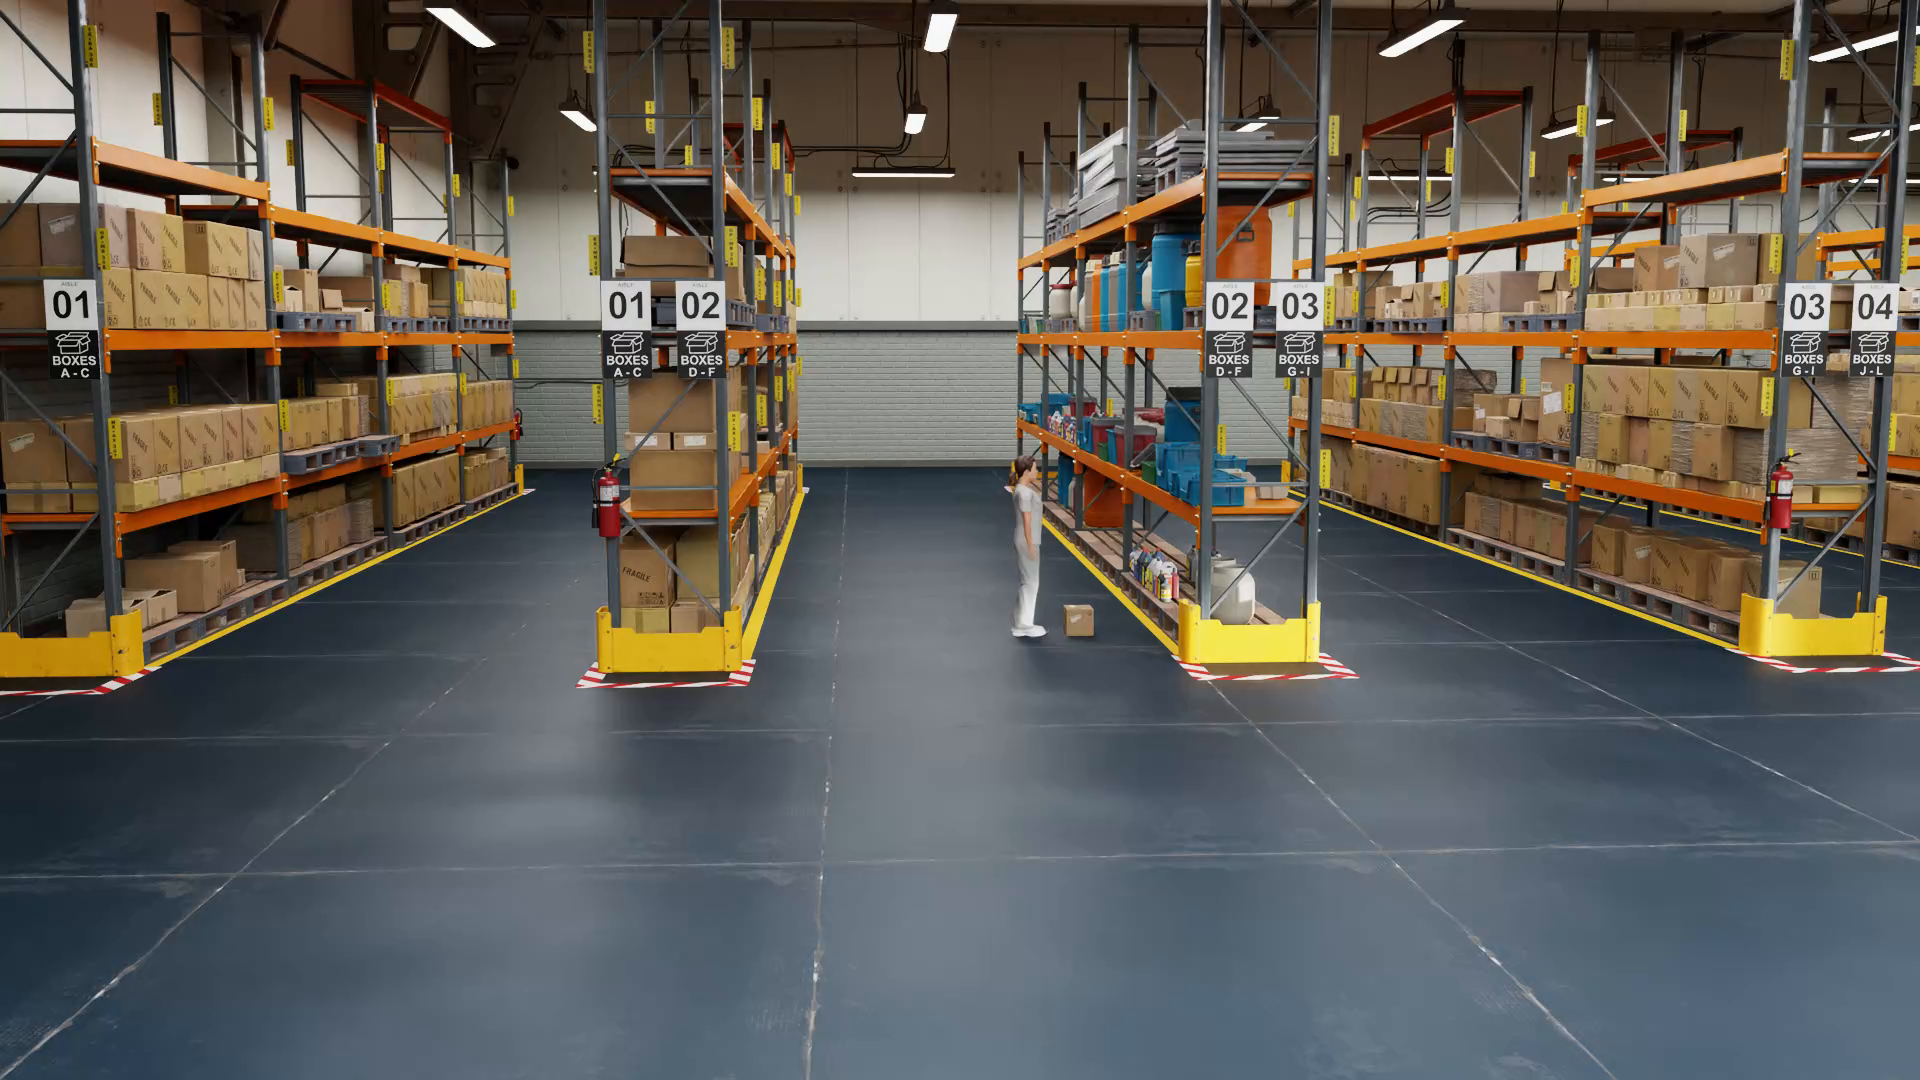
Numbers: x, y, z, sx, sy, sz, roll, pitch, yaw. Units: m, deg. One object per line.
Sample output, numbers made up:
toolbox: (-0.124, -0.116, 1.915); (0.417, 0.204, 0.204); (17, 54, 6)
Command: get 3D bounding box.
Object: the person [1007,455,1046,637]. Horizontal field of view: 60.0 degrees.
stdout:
person: (0.609, 0.050, 15.387); (0.358, 1.668, 0.436); (0, 7, -2)
